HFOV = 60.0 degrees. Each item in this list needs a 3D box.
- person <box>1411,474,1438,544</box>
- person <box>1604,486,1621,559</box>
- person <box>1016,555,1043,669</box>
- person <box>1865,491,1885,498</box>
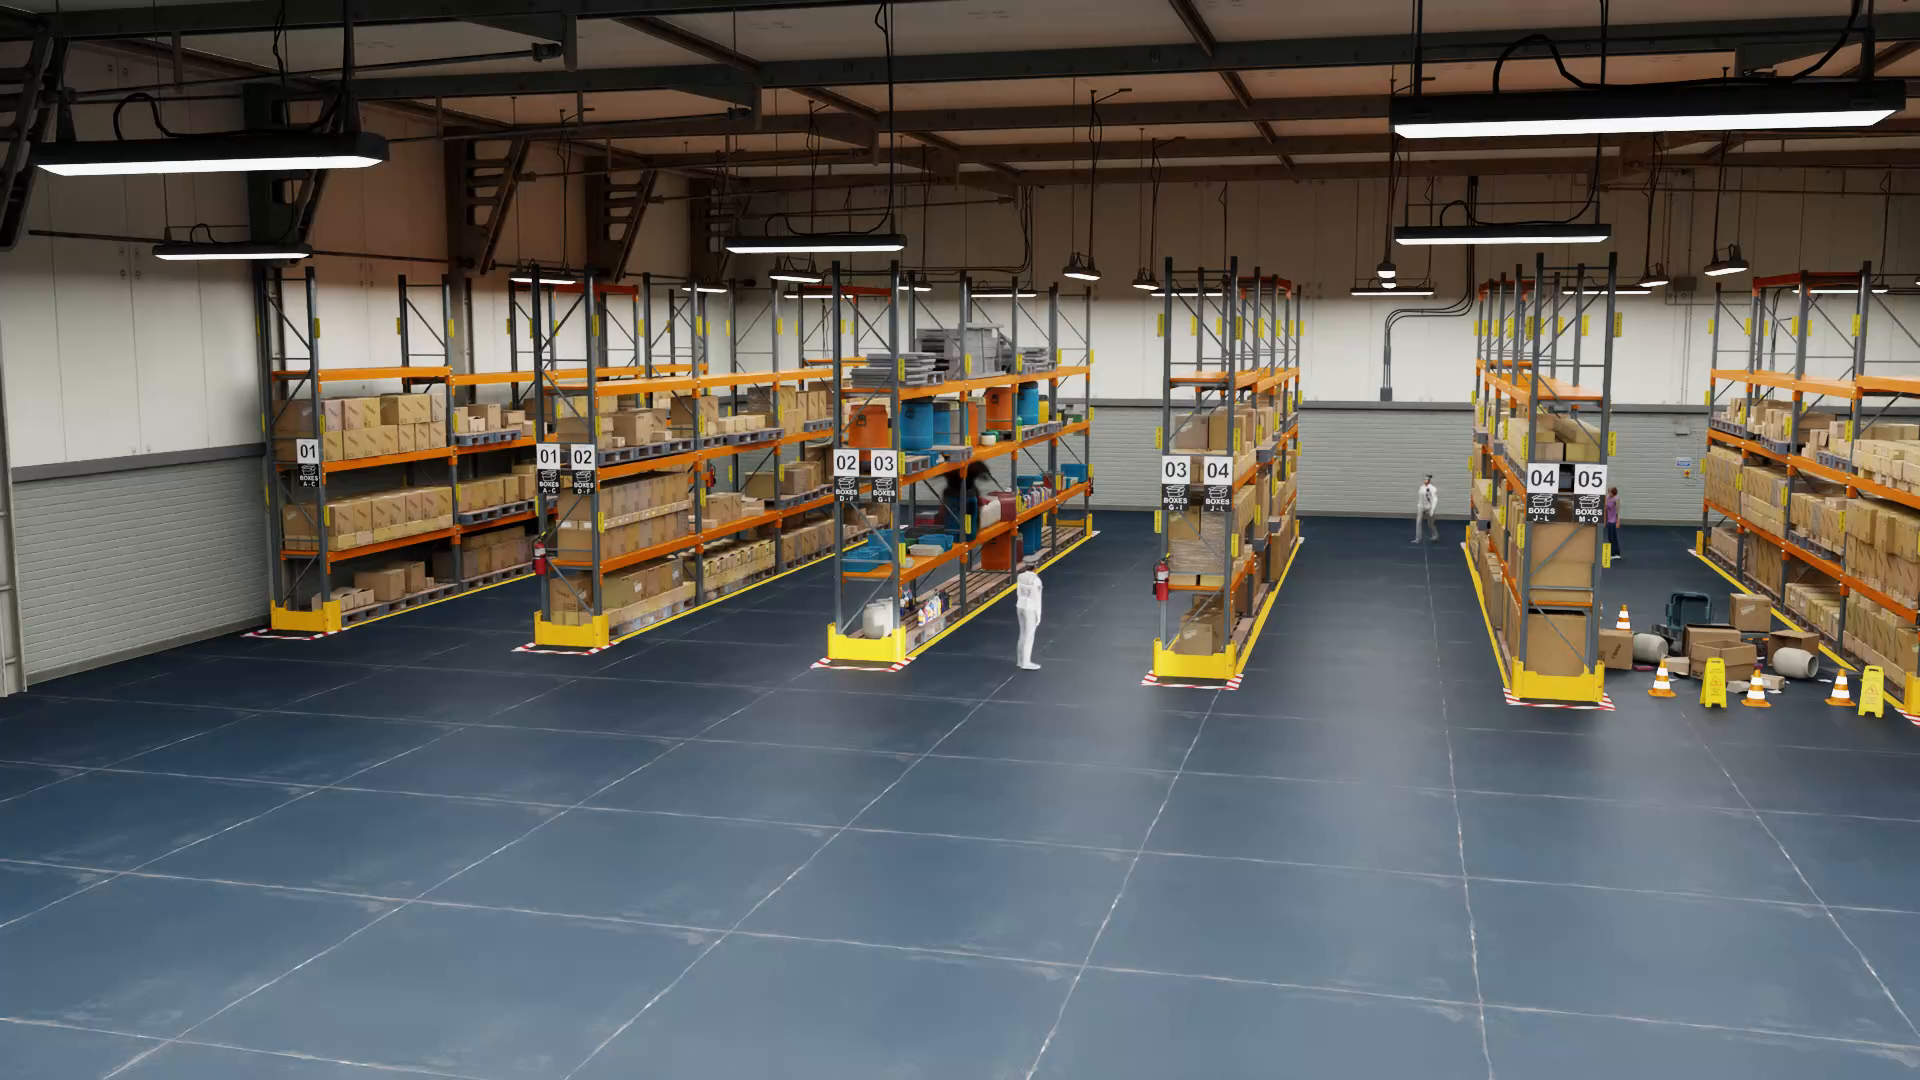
[{"bbox_3d":[10.904,-0.740,38.896,0.561,1.634,0.939,7,10,42],"label":"person"},{"bbox_3d":[14.226,-0.381,36.273,0.403,1.599,0.439,2,7,13],"label":"person"},{"bbox_3d":[1.024,1.069,24.509,0.337,1.687,0.504,-5,9,-35],"label":"person"},{"bbox_3d":[21.536,-0.860,39.269,0.479,1.785,0.552,0,7,3],"label":"person"}]
